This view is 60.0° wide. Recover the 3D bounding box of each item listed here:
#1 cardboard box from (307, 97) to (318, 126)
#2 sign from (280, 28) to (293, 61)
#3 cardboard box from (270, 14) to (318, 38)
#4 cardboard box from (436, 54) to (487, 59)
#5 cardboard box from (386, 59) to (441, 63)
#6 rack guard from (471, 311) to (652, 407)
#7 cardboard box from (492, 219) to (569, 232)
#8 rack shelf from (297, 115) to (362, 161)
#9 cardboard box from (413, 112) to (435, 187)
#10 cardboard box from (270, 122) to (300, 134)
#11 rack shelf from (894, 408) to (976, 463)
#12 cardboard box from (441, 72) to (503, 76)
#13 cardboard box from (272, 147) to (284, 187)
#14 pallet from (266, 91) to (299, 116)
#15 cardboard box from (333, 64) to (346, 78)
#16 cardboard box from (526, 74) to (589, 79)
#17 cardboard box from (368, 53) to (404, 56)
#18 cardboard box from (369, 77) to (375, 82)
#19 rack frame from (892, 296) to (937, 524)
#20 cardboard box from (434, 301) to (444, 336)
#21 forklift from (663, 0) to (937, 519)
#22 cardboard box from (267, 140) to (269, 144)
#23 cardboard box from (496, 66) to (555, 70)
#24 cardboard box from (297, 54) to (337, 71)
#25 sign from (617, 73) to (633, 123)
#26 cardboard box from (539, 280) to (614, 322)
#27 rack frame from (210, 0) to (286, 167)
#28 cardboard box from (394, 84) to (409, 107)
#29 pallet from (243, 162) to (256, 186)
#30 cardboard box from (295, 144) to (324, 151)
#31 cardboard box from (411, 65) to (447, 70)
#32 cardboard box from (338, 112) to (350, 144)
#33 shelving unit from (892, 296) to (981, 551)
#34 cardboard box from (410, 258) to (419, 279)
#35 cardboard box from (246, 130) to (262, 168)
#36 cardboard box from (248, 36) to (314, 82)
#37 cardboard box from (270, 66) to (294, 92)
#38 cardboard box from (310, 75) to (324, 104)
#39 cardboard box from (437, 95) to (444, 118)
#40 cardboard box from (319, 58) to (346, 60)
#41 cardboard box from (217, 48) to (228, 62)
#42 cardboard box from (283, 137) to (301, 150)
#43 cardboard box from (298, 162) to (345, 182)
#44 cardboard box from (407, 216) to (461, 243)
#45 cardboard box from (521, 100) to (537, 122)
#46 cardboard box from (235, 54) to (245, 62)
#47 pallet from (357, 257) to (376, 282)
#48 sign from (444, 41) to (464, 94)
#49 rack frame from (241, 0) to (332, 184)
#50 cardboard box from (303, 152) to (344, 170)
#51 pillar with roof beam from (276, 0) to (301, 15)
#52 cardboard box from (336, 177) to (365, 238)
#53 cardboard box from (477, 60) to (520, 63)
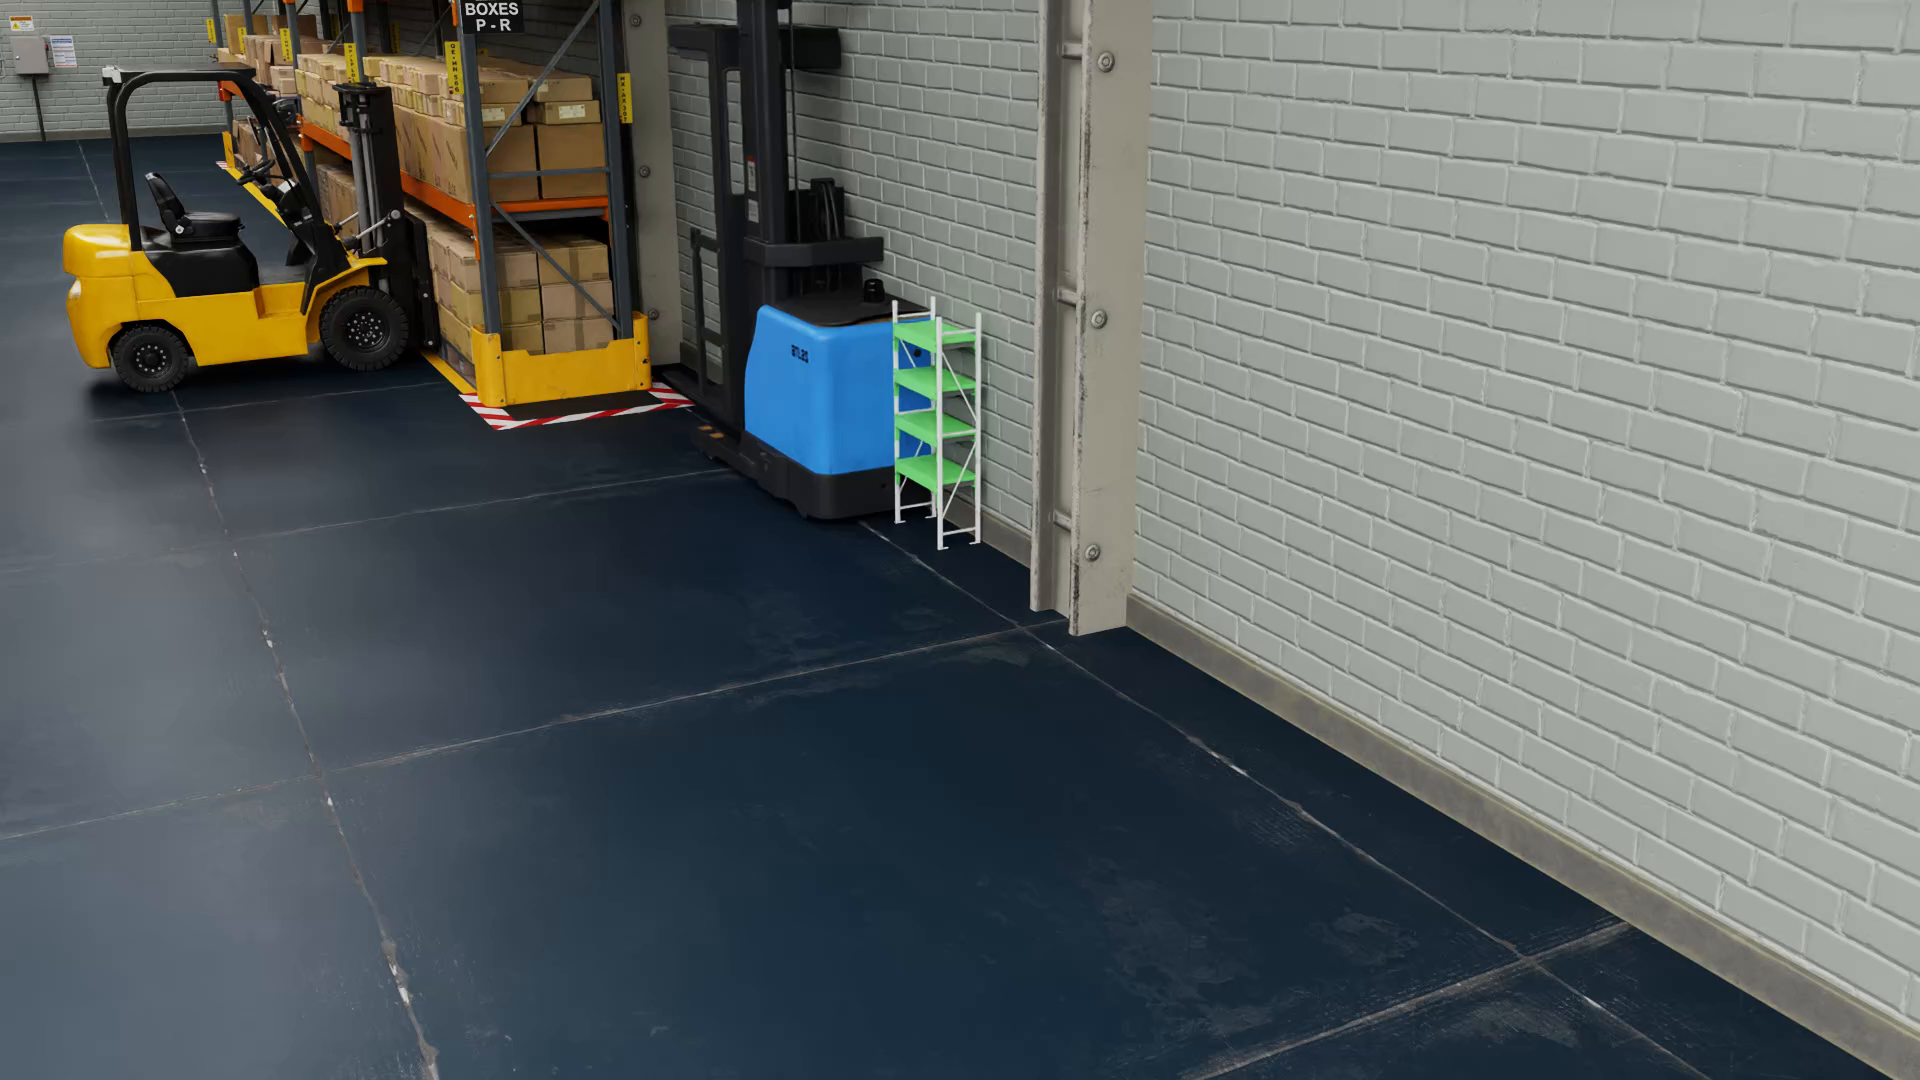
[{"bbox_3d":[-6.329,-4.368,16.922,0.500,0.250,0.500,-10,22,-28],"label":"cardboard box"},{"bbox_3d":[-7.032,-5.173,17.370,0.100,0.325,0.005,-10,21,-27],"label":"sign"},{"bbox_3d":[-8.932,-6.791,22.337,0.500,0.500,0.500,-11,22,-28],"label":"cardboard box"},{"bbox_3d":[-4.242,-4.051,14.169,0.380,0.149,0.250,-10,21,-27],"label":"cardboard box"},{"bbox_3d":[-4.437,-3.826,13.516,0.380,0.149,0.250,-10,22,-28],"label":"cardboard box"},{"bbox_3d":[-2.749,-1.265,11.530,1.175,0.500,0.348,-10,21,-27],"label":"rack guard"},{"bbox_3d":[-3.291,-2.280,12.679,0.500,0.250,0.500,-10,21,-27],"label":"cardboard box"},{"bbox_3d":[-5.610,-3.835,16.251,1.077,0.370,4.000,-10,21,-27],"label":"rack shelf"},{"bbox_3d":[-3.707,-2.898,12.279,0.500,0.500,0.500,-10,22,-28],"label":"cardboard box"},{"bbox_3d":[-8.357,-5.151,20.698,0.380,0.149,0.250,-11,22,-29],"label":"cardboard box"},{"bbox_3d":[-0.120,-0.543,8.562,0.258,0.148,0.480,-10,21,-27],"label":"rack shelf"},{"bbox_3d":[-3.461,-3.238,11.812,0.380,0.149,0.250,-10,21,-26],"label":"cardboard box"},{"bbox_3d":[-8.166,-4.590,20.522,0.500,0.500,0.500,-10,22,-27],"label":"cardboard box"},{"bbox_3d":[-6.943,-4.843,18.361,1.213,0.211,1.003,-10,21,-27],"label":"pallet"},{"bbox_3d":[-5.650,-4.381,15.582,0.380,0.149,0.250,-10,21,-26],"label":"cardboard box"},{"bbox_3d":[-2.803,-3.163,11.596,0.380,0.149,0.250,-9,21,-25],"label":"cardboard box"},{"bbox_3d":[-6.004,-4.984,17.328,0.380,0.149,0.250,-9,21,-25],"label":"cardboard box"},{"bbox_3d":[-4.740,-3.823,13.964,0.380,0.149,0.250,-10,22,-28],"label":"cardboard box"},{"bbox_3d":[-0.236,-0.674,8.744,0.240,1.200,0.015,-10,21,-27],"label":"rack frame"},{"bbox_3d":[-3.719,-1.727,12.609,0.500,0.250,0.500,-10,21,-26],"label":"cardboard box"},{"bbox_3d":[-0.992,-1.928,9.726,1.130,2.935,3.031,-10,21,-27],"label":"forklift"},{"bbox_3d":[-8.523,-5.077,20.941,0.380,0.149,0.250,-9,21,-24],"label":"cardboard box"},{"bbox_3d":[-3.254,-3.467,12.476,0.380,0.149,0.250,-11,22,-28],"label":"cardboard box"},{"bbox_3d":[-6.667,-4.966,17.278,0.380,0.149,0.250,-9,21,-25],"label":"cardboard box"},{"bbox_3d":[-2.269,-2.984,11.232,0.100,0.325,0.005,-10,21,-27],"label":"sign"},{"bbox_3d":[-2.801,-1.755,11.925,0.500,0.250,0.500,-10,21,-26],"label":"cardboard box"},{"bbox_3d":[-10.358,-7.046,24.453,1.000,3.000,0.127,-10,21,-27],"label":"rack frame"},{"bbox_3d":[-4.157,-3.451,12.887,0.380,0.149,0.250,-11,22,-28],"label":"cardboard box"},{"bbox_3d":[-9.367,-5.128,23.168,1.003,0.211,1.213,-10,21,-27],"label":"pallet"},{"bbox_3d":[-7.464,-4.486,19.227,0.380,0.149,0.250,-10,22,-27],"label":"cardboard box"},{"bbox_3d":[-3.954,-3.532,12.665,0.380,0.149,0.250,-10,21,-26],"label":"cardboard box"},{"bbox_3d":[-5.373,-3.778,15.212,0.500,0.250,0.500,-10,21,-27],"label":"cardboard box"},{"bbox_3d":[-0.120,-0.604,8.541,0.258,1.200,0.503,-10,21,-27],"label":"shelving unit"},{"bbox_3d":[-3.993,-2.114,12.965,0.500,0.250,0.500,-10,21,-27],"label":"cardboard box"},{"bbox_3d":[-9.286,-5.323,22.649,0.700,0.500,0.500,-11,22,-29],"label":"cardboard box"},{"bbox_3d":[-8.180,-5.822,20.107,0.700,0.500,0.500,-10,21,-26],"label":"cardboard box"},{"bbox_3d":[-7.345,-5.130,18.486,0.500,0.250,0.500,-11,22,-29],"label":"cardboard box"},{"bbox_3d":[-6.094,-4.453,16.401,0.500,0.250,0.500,-11,22,-28],"label":"cardboard box"},{"bbox_3d":[-3.496,-3.089,11.837,0.380,0.149,0.250,-10,21,-27],"label":"cardboard box"},{"bbox_3d":[-6.114,-4.680,16.447,0.380,0.149,0.250,-10,21,-26],"label":"cardboard box"},{"bbox_3d":[-10.380,-6.944,23.930,0.500,0.250,0.500,-10,21,-26],"label":"cardboard box"},{"bbox_3d":[-7.963,-4.784,20.090,0.380,0.149,0.250,-10,21,-27],"label":"cardboard box"},{"bbox_3d":[-7.178,-4.000,18.813,0.500,0.500,0.500,-10,22,-27],"label":"cardboard box"},{"bbox_3d":[-3.984,-2.344,12.865,0.500,0.250,0.500,-10,22,-28],"label":"cardboard box"},{"bbox_3d":[-2.866,-3.006,11.595,0.380,0.149,0.250,-10,21,-27],"label":"cardboard box"},{"bbox_3d":[-9.391,-6.363,22.246,0.500,0.250,0.500,-10,21,-27],"label":"cardboard box"},{"bbox_3d":[-5.044,-2.489,15.520,1.003,0.211,1.213,-10,21,-27],"label":"pallet"},{"bbox_3d":[-3.245,-3.032,10.683,0.100,0.325,0.005,-10,21,-27],"label":"sign"},{"bbox_3d":[-8.459,-5.898,21.125,1.000,3.000,0.127,-10,21,-27],"label":"rack frame"},{"bbox_3d":[-7.017,-4.176,18.328,0.380,0.149,0.250,-11,22,-29],"label":"cardboard box"},{"bbox_3d":[-14.634,-10.129,24.190,9.100,9.000,0.400,-10,21,-27],"label":"pillar with roof beam"},{"bbox_3d":[-5.638,-3.265,16.491,0.875,0.625,0.625,-11,22,-29],"label":"cardboard box"},{"bbox_3d":[-3.743,-3.759,13.323,0.380,0.149,0.250,-10,22,-28],"label":"cardboard box"}]
